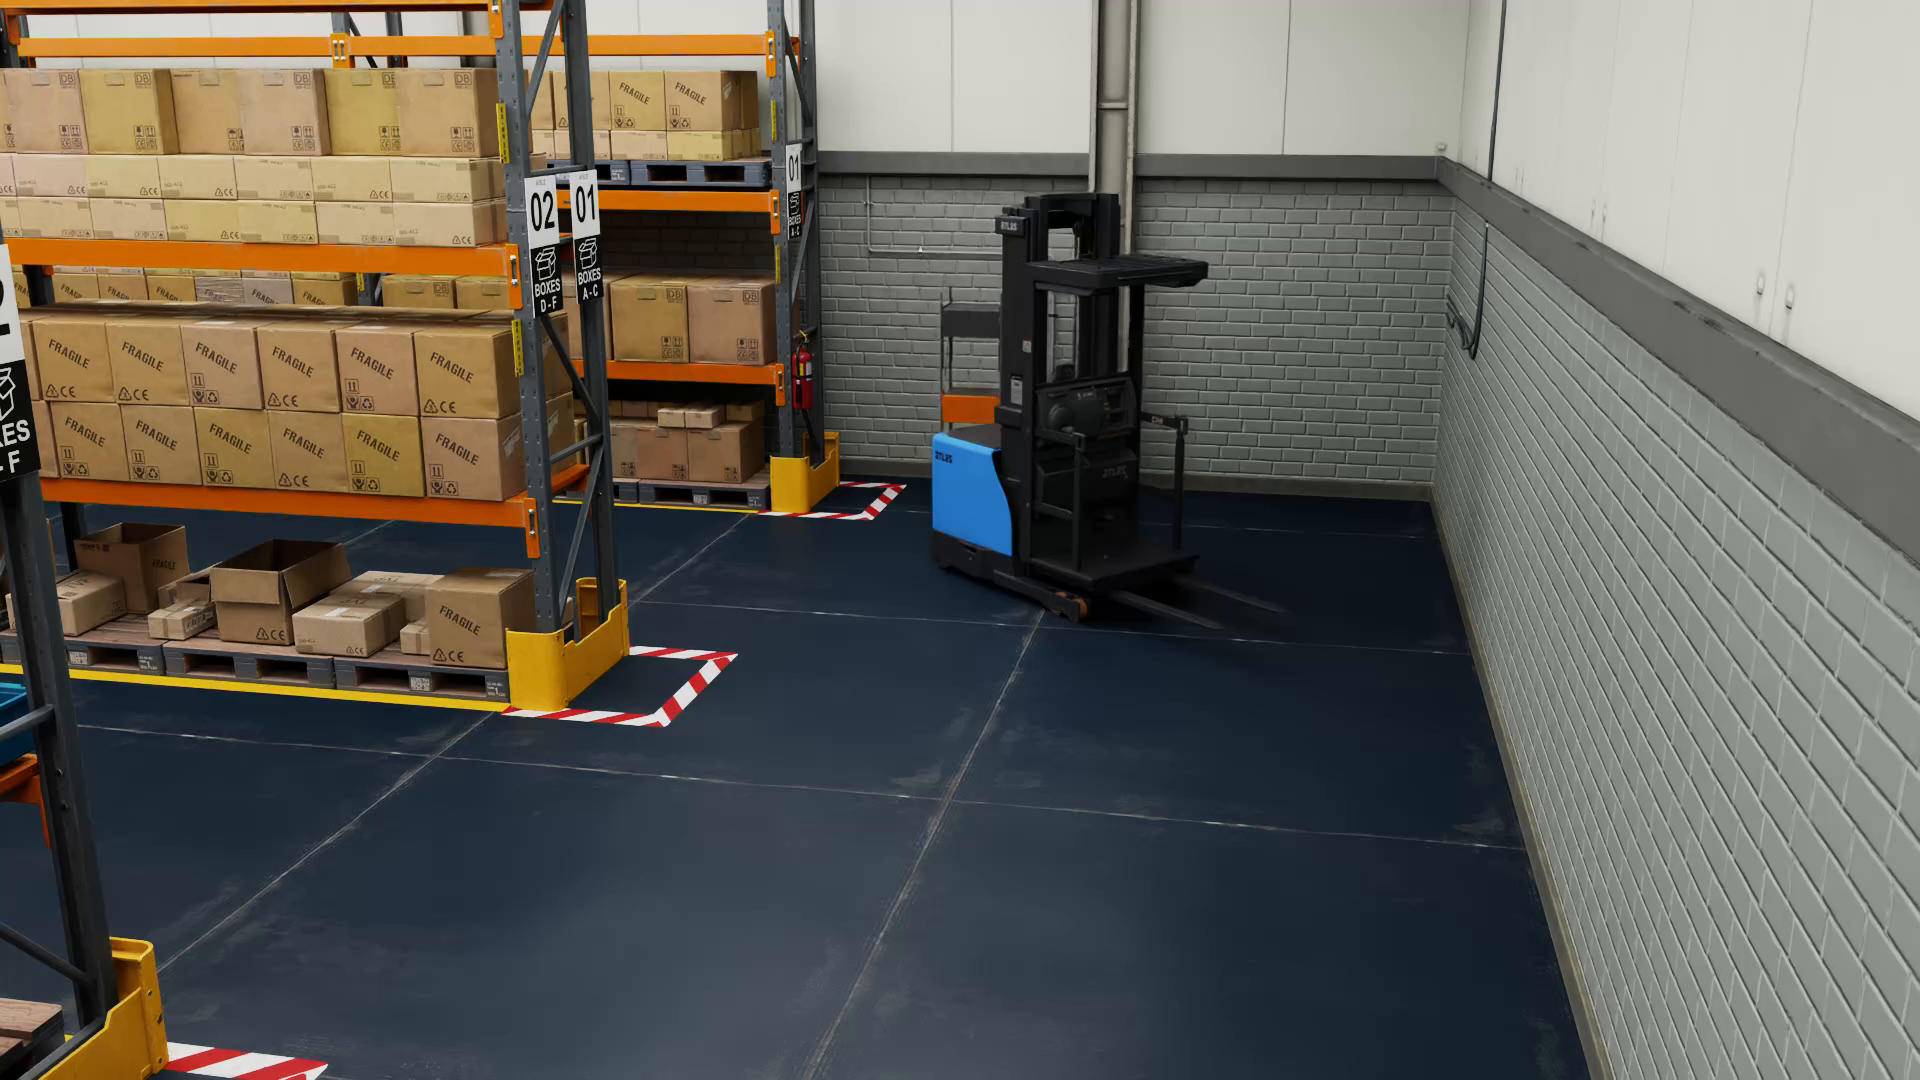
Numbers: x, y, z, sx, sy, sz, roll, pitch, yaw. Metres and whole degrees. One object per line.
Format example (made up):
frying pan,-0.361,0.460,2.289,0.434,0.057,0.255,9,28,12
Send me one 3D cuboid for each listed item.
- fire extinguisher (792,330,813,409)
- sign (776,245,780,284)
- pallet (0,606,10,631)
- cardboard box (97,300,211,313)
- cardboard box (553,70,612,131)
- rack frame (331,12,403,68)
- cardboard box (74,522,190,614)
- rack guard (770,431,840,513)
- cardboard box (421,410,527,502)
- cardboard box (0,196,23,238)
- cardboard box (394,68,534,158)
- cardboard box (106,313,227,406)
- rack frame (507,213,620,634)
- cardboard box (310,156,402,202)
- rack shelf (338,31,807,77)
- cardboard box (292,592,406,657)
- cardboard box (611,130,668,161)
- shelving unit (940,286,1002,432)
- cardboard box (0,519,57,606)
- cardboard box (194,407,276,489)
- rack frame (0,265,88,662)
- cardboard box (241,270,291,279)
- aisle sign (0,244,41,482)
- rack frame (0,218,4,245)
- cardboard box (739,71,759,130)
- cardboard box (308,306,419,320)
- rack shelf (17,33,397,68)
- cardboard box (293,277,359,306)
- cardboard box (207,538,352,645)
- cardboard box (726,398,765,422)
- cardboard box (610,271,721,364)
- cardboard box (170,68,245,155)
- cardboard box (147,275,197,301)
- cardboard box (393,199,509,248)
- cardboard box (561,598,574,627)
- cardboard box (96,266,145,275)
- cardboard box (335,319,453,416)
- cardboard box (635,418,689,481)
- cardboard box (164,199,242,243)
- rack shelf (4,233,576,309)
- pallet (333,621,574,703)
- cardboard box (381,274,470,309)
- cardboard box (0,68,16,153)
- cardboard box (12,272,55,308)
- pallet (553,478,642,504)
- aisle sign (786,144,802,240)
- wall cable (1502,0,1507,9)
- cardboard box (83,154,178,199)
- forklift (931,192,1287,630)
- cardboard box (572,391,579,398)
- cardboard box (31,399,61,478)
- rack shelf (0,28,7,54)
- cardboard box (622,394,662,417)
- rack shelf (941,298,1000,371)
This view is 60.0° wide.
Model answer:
fire extinguisher,-1.389,-1.497,14.622,0.183,0.674,0.296,3,16,11
sign,-1.567,-2.374,14.331,0.005,0.325,0.100,3,16,11
pallet,-7.153,0.551,11.609,1.213,0.211,1.003,3,16,11
cardboard box,-5.299,-1.304,11.021,0.500,0.500,0.500,3,16,10
cardboard box,-3.218,-3.851,14.558,0.500,0.500,0.500,2,16,9
rack frame,-5.365,-4.947,14.994,0.127,3.000,1.000,3,16,11
cardboard box,-5.733,0.189,11.550,0.500,0.500,0.500,3,16,11
rack guard,-1.422,-0.637,15.356,0.348,0.500,1.175,3,16,11
cardboard box,-2.922,-0.548,10.164,0.500,0.500,0.500,4,16,13
cardboard box,-5.921,-2.043,10.409,0.500,0.250,0.500,3,16,11
cardboard box,-2.935,-2.546,9.884,0.500,0.500,0.700,3,16,11
cardboard box,-4.933,-1.136,10.415,0.500,0.500,0.500,3,16,9
rack frame,-2.429,-0.547,10.348,0.127,3.000,1.000,3,16,11
cardboard box,-3.473,-2.148,9.854,0.500,0.250,0.500,3,16,11
rack shelf,-3.405,-4.301,14.759,4.000,0.370,1.077,3,16,11
cardboard box,-3.935,0.543,10.739,0.500,0.250,0.500,3,16,11
cardboard box,-2.726,-3.464,14.566,0.500,0.250,0.500,3,16,9
shelving unit,0.125,-1.016,13.725,0.503,2.100,0.431,3,16,11
cardboard box,-6.774,0.143,11.714,0.500,0.500,0.500,2,16,9
cardboard box,-4.412,-0.629,10.458,0.500,0.500,0.500,3,16,10
rack frame,-6.348,-0.760,11.116,0.127,3.000,1.000,3,16,11
cardboard box,-6.373,-2.606,15.595,0.500,0.250,0.500,3,16,12
aisle sign,-3.290,-0.578,5.590,0.004,0.787,0.394,3,16,11
rack frame,-3.419,-2.143,4.870,0.127,3.000,1.000,3,16,11
cardboard box,-2.112,-3.930,14.845,0.500,0.500,0.500,2,16,9
cardboard box,-3.814,-1.223,10.729,0.500,0.500,0.500,3,16,12
rack shelf,-7.325,-4.514,15.528,4.000,0.370,1.077,3,16,11
cardboard box,-5.867,-2.216,15.590,0.500,0.500,0.500,3,16,10
cardboard box,-4.506,0.330,11.035,0.637,0.503,0.797,3,16,11
cardboard box,-1.989,-1.210,15.423,0.250,0.149,0.380,3,16,11
cardboard box,-2.662,-2.048,15.204,0.700,0.700,0.980,3,16,11
cardboard box,-4.391,-2.644,10.239,0.500,0.500,0.700,3,16,11
cardboard box,-7.350,-2.294,15.874,0.500,0.500,0.500,4,16,13
cardboard box,-2.985,-1.879,9.817,0.500,0.250,0.500,3,16,11
cardboard box,-2.770,0.503,11.075,0.250,0.149,0.380,3,16,11
cardboard box,-7.874,-2.686,15.882,0.500,0.250,0.500,3,16,11
cardboard box,-3.415,-1.055,10.123,0.500,0.500,0.500,4,16,13
cardboard box,-2.641,-0.879,15.440,0.500,0.500,0.700,3,16,11
cardboard box,-4.452,-1.962,10.119,0.500,0.250,0.500,3,16,11
rack shelf,-4.388,-1.752,10.428,4.000,0.370,1.077,3,16,11
pallet,-3.284,0.751,10.887,1.213,0.211,1.003,3,16,11
cardboard box,-4.837,-2.167,15.635,0.700,0.700,0.980,3,16,12
cardboard box,-5.864,-2.720,10.512,0.500,0.500,0.700,3,16,11
cardboard box,-8.860,-2.377,16.172,0.500,0.500,0.500,4,16,13
pallet,-3.436,-0.587,15.715,1.213,0.211,1.003,3,16,11
aisle sign,-1.434,-3.014,14.383,0.004,0.787,0.394,3,16,11
wall cable,3.487,-4.570,9.988,0.112,2.526,3.097,3,16,11
cardboard box,-4.943,-2.227,10.140,0.500,0.250,0.500,3,16,11
forklift,1.061,-0.979,12.035,1.130,2.935,3.031,-12,19,-36
cardboard box,-3.733,-1.304,15.762,0.250,0.149,0.380,3,16,12
cardboard box,-5.903,-0.710,10.748,0.500,0.500,0.500,4,16,13
rack shelf,-8.308,-3.218,10.849,4.000,0.370,1.077,3,16,11
cardboard box,-2.980,-1.264,15.616,0.250,0.149,0.380,3,16,12
rack shelf,0.125,-1.677,13.542,0.480,0.518,0.431,3,16,11
